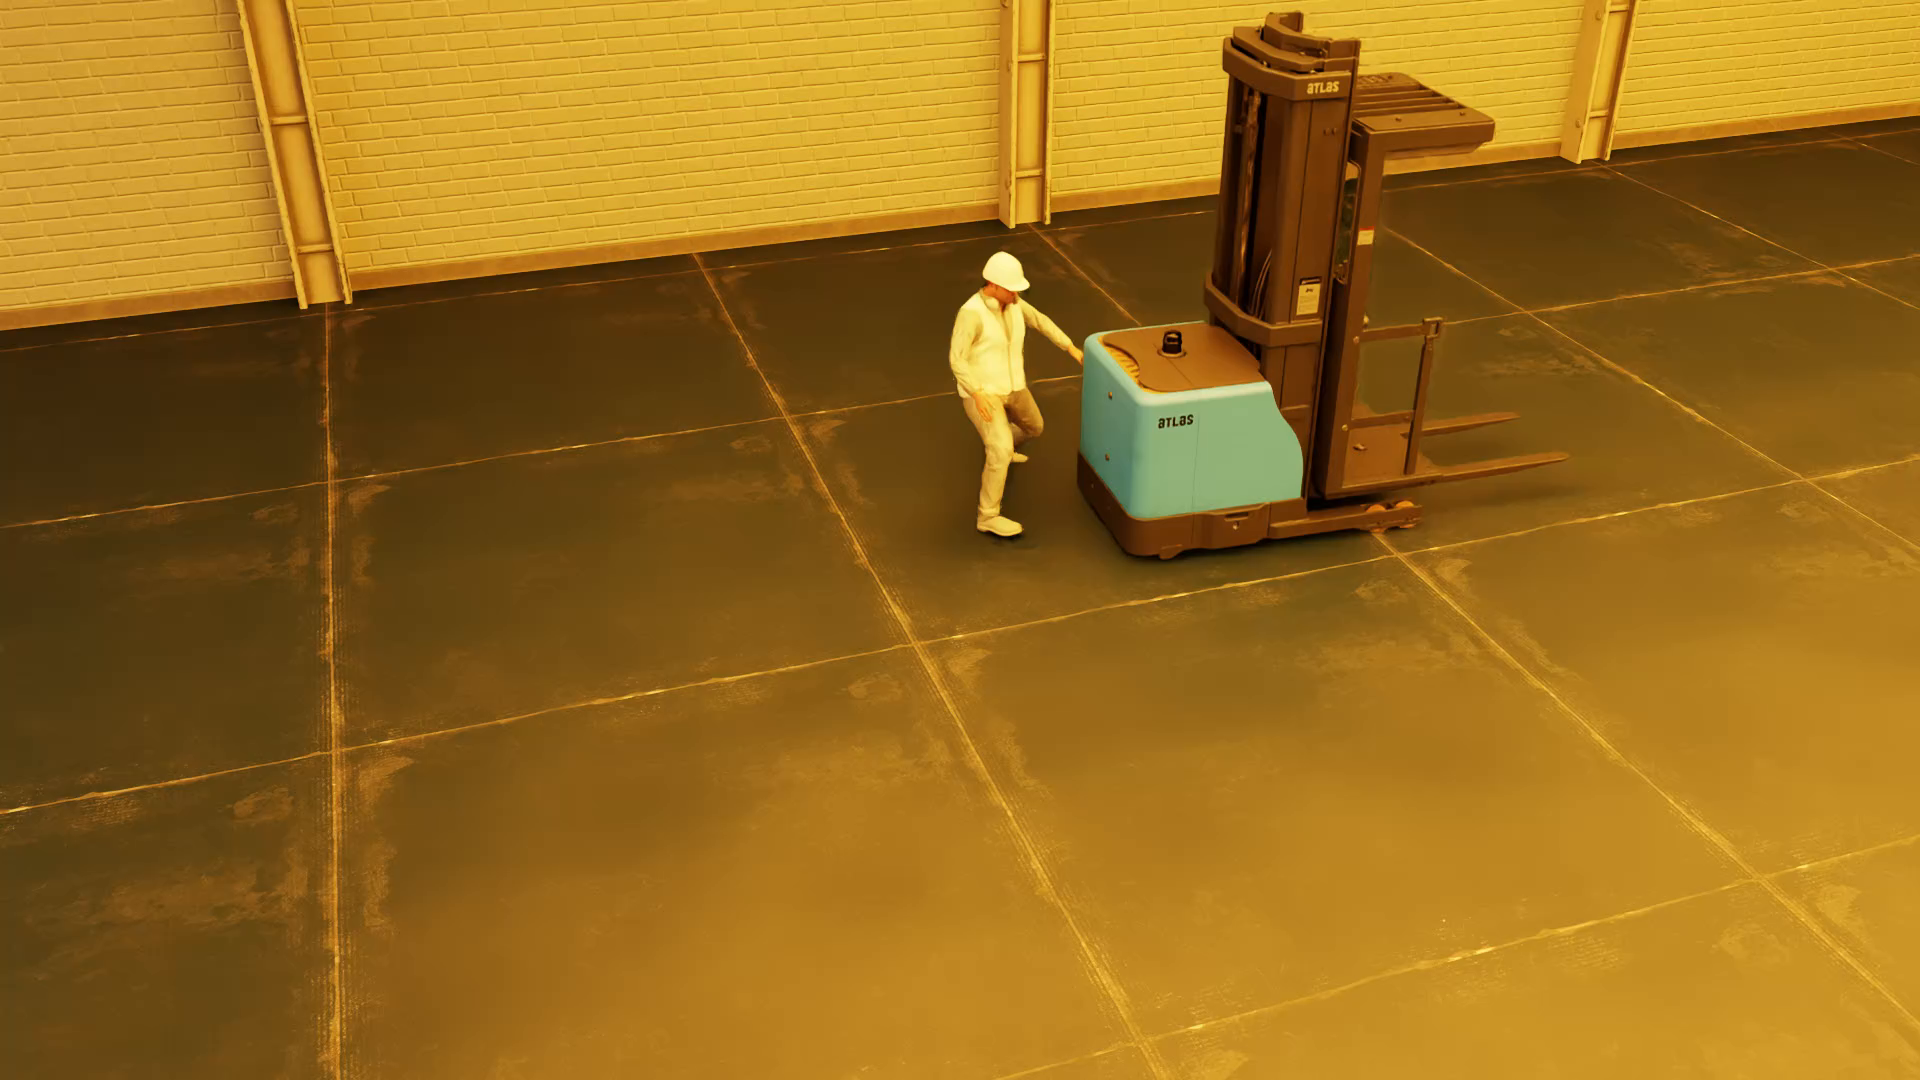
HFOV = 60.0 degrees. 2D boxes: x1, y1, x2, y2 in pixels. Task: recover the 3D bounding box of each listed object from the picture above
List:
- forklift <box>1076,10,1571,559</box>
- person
[{"bbox_3d":[2.311,-1.558,9.795,3.031,2.935,1.130,-8,31,-14],"label":"forklift"},{"bbox_3d":[0.308,-0.953,10.125,0.888,1.632,0.979,26,39,37],"label":"person"}]
